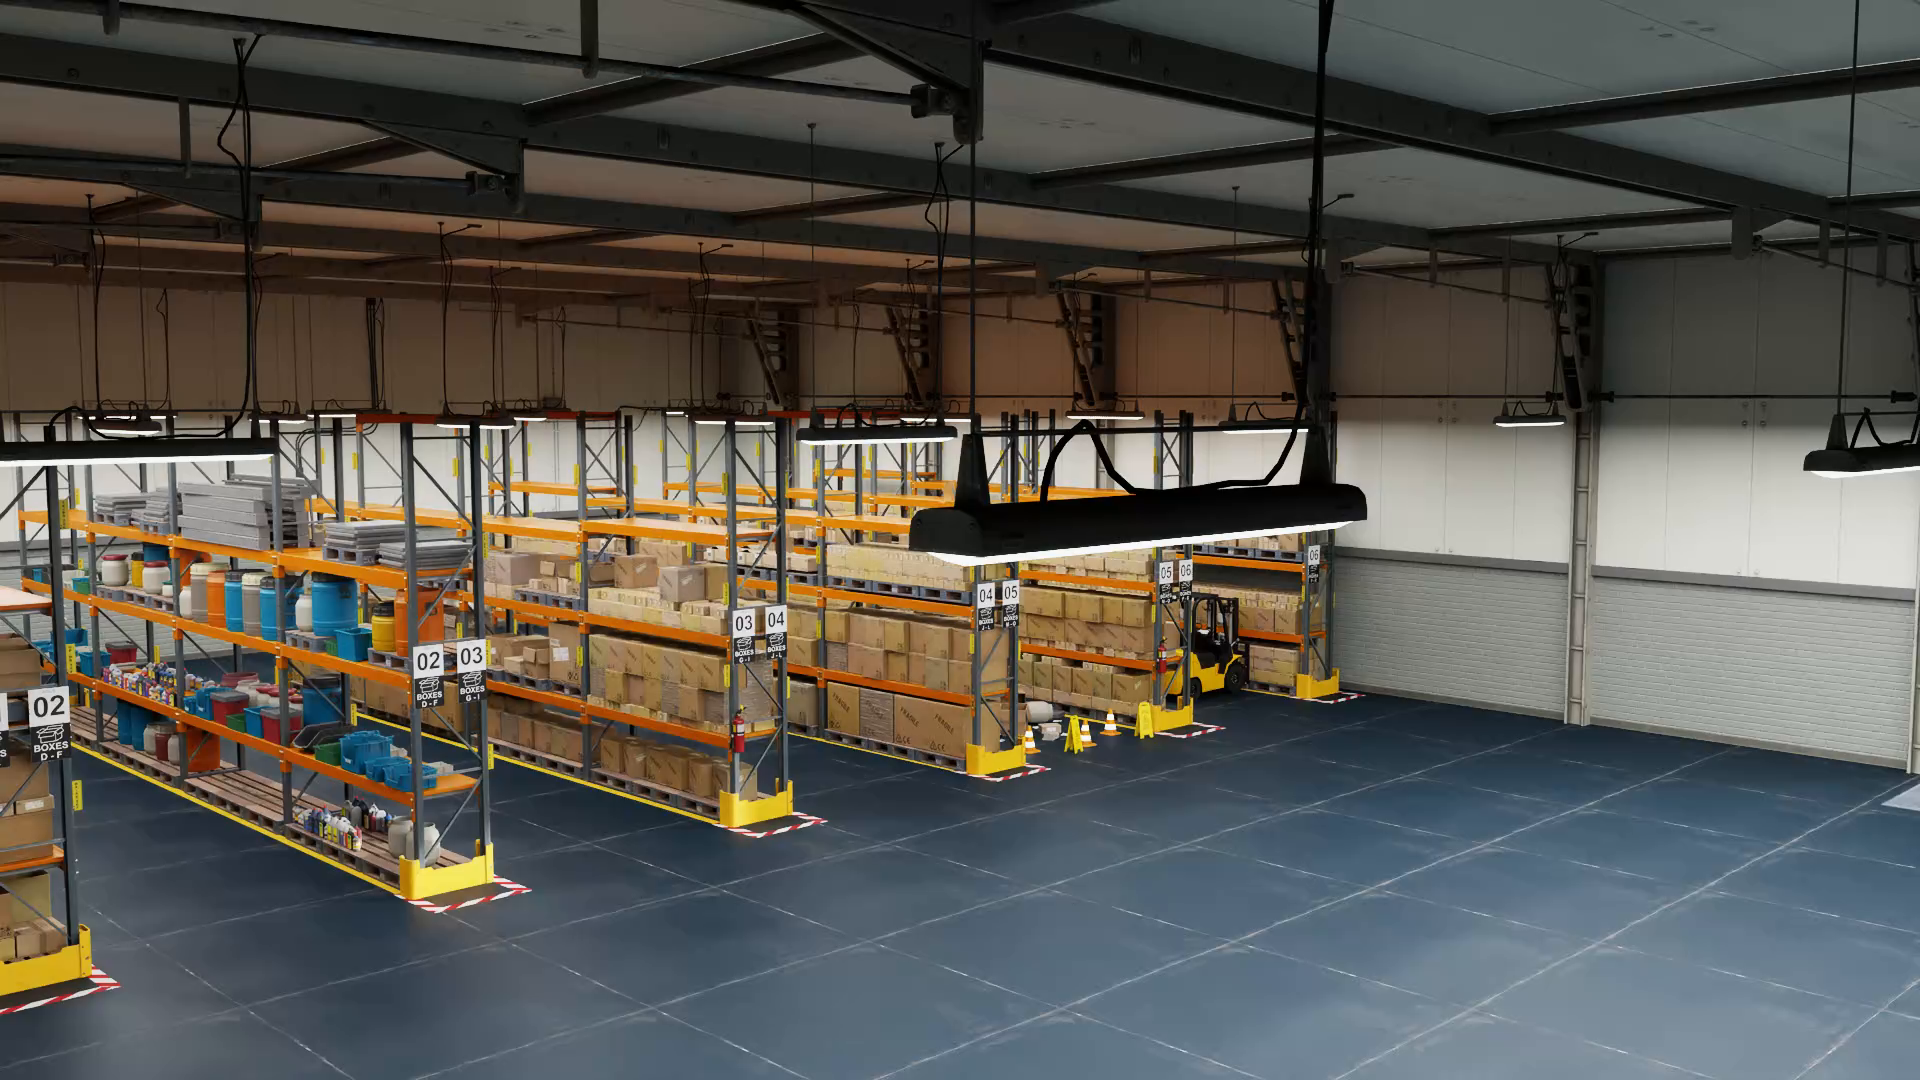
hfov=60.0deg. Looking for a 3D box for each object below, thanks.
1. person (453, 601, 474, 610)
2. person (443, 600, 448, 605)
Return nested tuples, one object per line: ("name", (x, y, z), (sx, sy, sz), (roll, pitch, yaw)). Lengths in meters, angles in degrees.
("person", (-11.834, 2.060, 39.294), (0.722, 1.722, 0.568), (1, 5, 10))
("person", (-12.181, 2.170, 38.864), (0.762, 1.565, 0.698), (-1, 5, -9))
